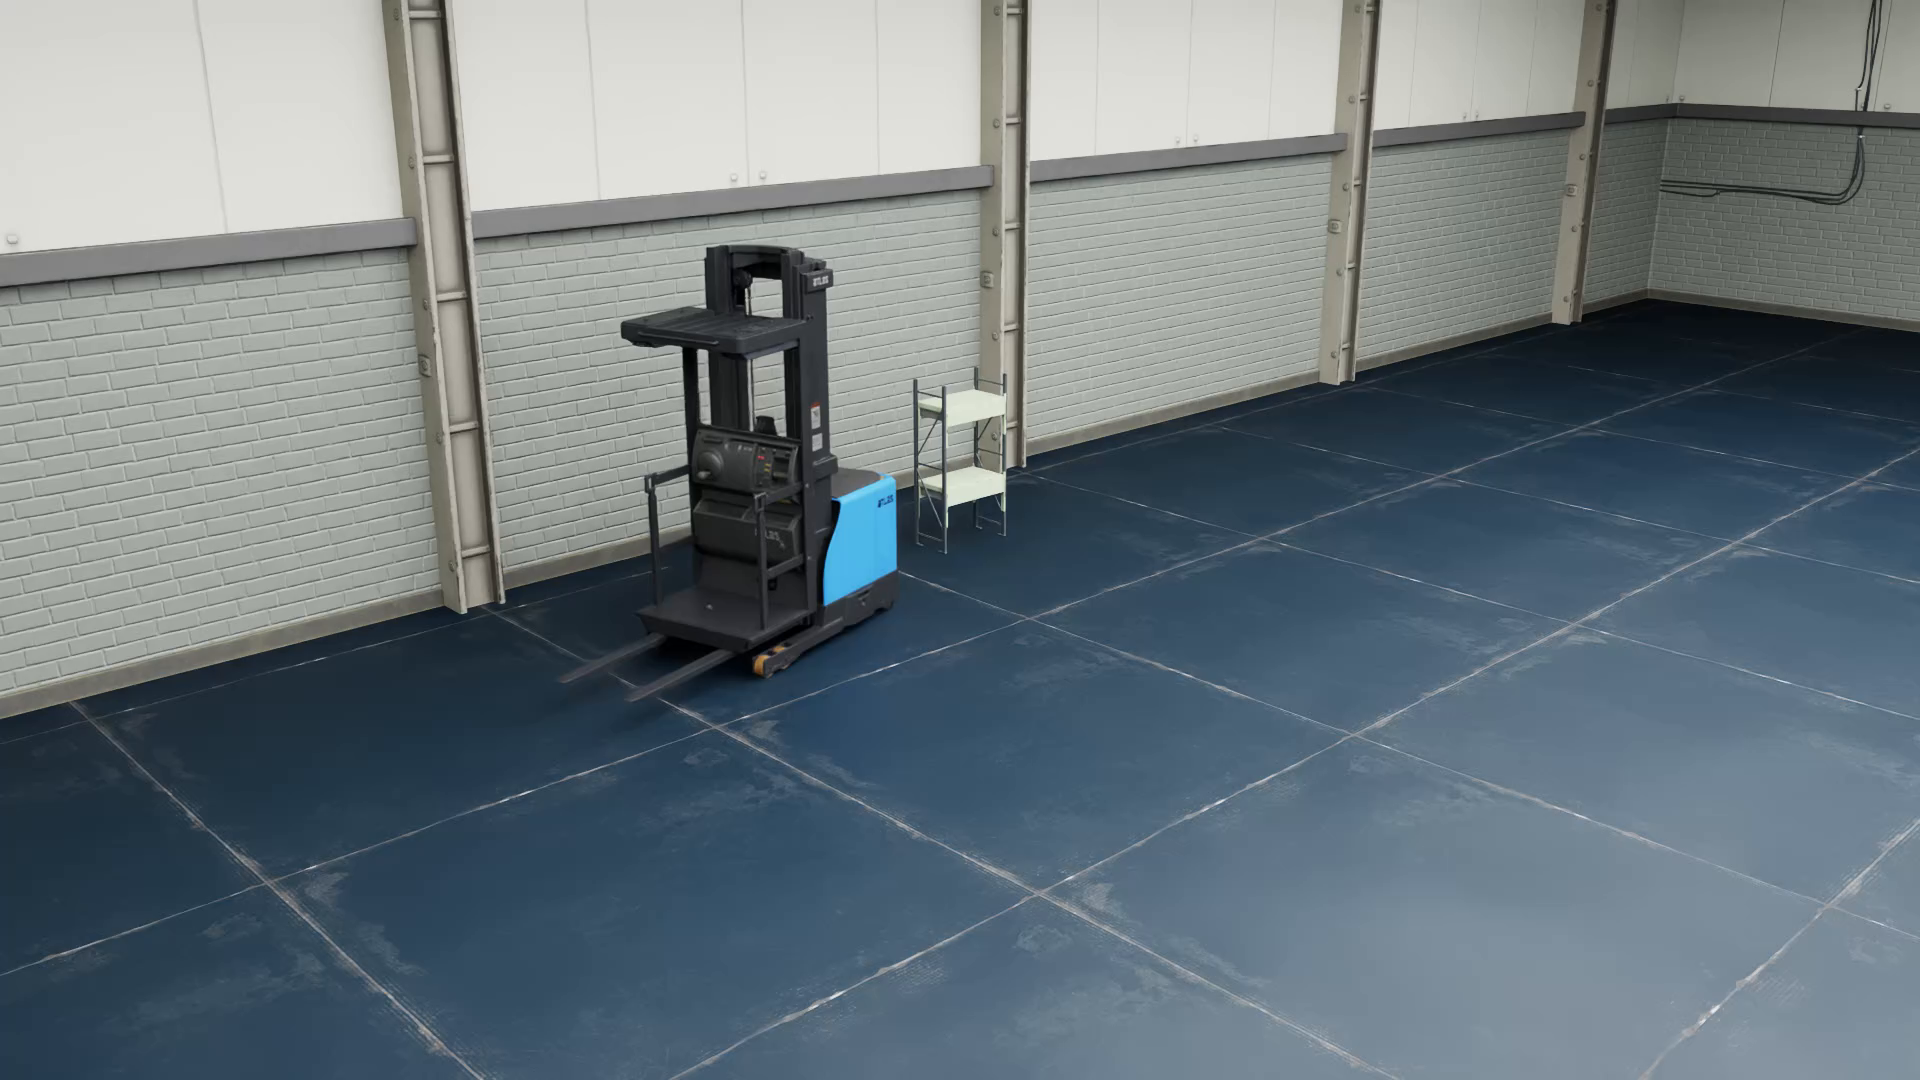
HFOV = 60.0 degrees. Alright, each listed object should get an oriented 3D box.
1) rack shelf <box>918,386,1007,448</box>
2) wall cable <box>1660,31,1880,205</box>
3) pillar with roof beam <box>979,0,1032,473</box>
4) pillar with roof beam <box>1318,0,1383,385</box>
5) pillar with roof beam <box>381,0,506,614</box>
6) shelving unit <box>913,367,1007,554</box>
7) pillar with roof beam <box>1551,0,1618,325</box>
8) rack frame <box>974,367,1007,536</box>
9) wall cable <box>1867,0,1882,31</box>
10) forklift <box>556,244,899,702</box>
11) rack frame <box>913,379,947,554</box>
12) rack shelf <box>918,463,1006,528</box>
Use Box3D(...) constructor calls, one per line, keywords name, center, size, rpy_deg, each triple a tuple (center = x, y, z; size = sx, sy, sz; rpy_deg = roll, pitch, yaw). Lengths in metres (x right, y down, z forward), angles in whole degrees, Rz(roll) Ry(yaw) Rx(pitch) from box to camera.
Box3D(name="rack shelf", center=(0.005, -1.086, 14.637), size=(0.720, 0.370, 0.431), rpy_deg=(-16, 24, -41))
Box3D(name="wall cable", center=(12.213, -6.435, 25.275), size=(0.112, 2.526, 3.097), rpy_deg=(-16, 24, -41))
Box3D(name="pillar with roof beam", center=(3.402, -4.076, 12.967), size=(0.400, 9.000, 9.100), rpy_deg=(-16, 24, -41))
Box3D(name="pillar with roof beam", center=(7.762, -5.348, 16.888), size=(0.400, 9.000, 9.100), rpy_deg=(-16, 24, -41))
Box3D(name="pillar with roof beam", center=(-0.957, -2.805, 9.046), size=(0.400, 9.000, 9.100), rpy_deg=(-16, 24, -41))
Box3D(name="shelving unit", center=(0.005, -0.715, 14.758), size=(0.755, 1.500, 0.431), rpy_deg=(-16, 24, -41))
Box3D(name="pillar with roof beam", center=(12.122, -6.619, 20.809), size=(0.400, 9.000, 9.100), rpy_deg=(-16, 24, -41))
Box3D(name="rack frame", center=(0.271, -0.792, 14.997), size=(0.023, 1.500, 0.400), rpy_deg=(-16, 24, -41))
Box3D(name="wall cable", center=(14.072, -8.231, 22.627), size=(0.112, 2.526, 3.097), rpy_deg=(-16, 24, -41))
Box3D(name="forklift", center=(-1.681, -0.568, 11.983), size=(1.130, 2.935, 3.031), rpy_deg=(11, 21, 29))
Box3D(name="rack frame", center=(-0.261, -0.637, 14.519), size=(0.023, 1.500, 0.400), rpy_deg=(-16, 24, -41))
Box3D(name="rack shelf", center=(0.005, -0.405, 14.858), size=(0.720, 0.370, 0.431), rpy_deg=(-16, 24, -41))
